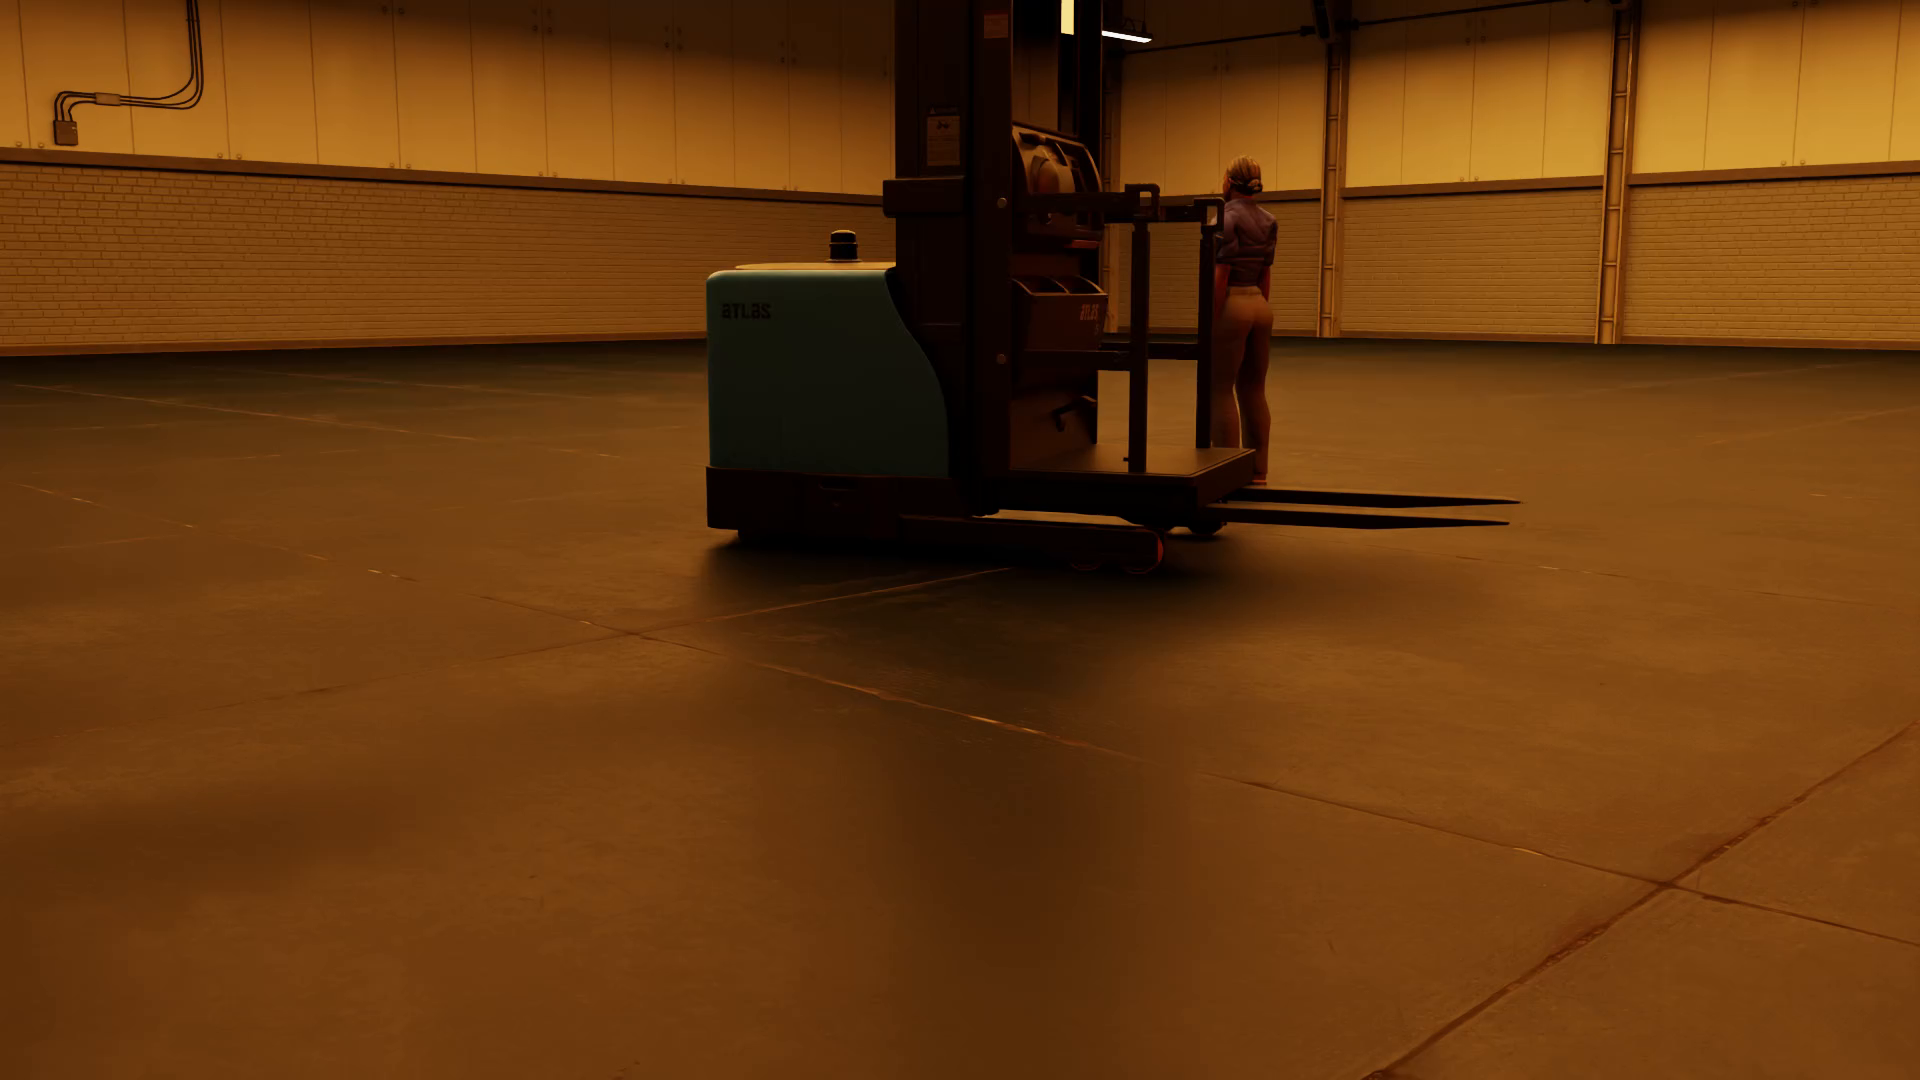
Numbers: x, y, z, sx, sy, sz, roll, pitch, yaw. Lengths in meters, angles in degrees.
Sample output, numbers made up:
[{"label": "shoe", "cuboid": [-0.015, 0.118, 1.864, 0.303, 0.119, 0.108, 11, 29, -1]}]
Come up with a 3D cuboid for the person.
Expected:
[{"label": "person", "cuboid": [1.383, -1.086, 8.383, 0.446, 1.660, 0.341, -7, 11, -39]}]

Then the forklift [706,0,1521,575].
[{"label": "forklift", "cuboid": [0.565, -1.416, 6.275, 3.031, 2.935, 1.130, 3, 9, 22]}]
